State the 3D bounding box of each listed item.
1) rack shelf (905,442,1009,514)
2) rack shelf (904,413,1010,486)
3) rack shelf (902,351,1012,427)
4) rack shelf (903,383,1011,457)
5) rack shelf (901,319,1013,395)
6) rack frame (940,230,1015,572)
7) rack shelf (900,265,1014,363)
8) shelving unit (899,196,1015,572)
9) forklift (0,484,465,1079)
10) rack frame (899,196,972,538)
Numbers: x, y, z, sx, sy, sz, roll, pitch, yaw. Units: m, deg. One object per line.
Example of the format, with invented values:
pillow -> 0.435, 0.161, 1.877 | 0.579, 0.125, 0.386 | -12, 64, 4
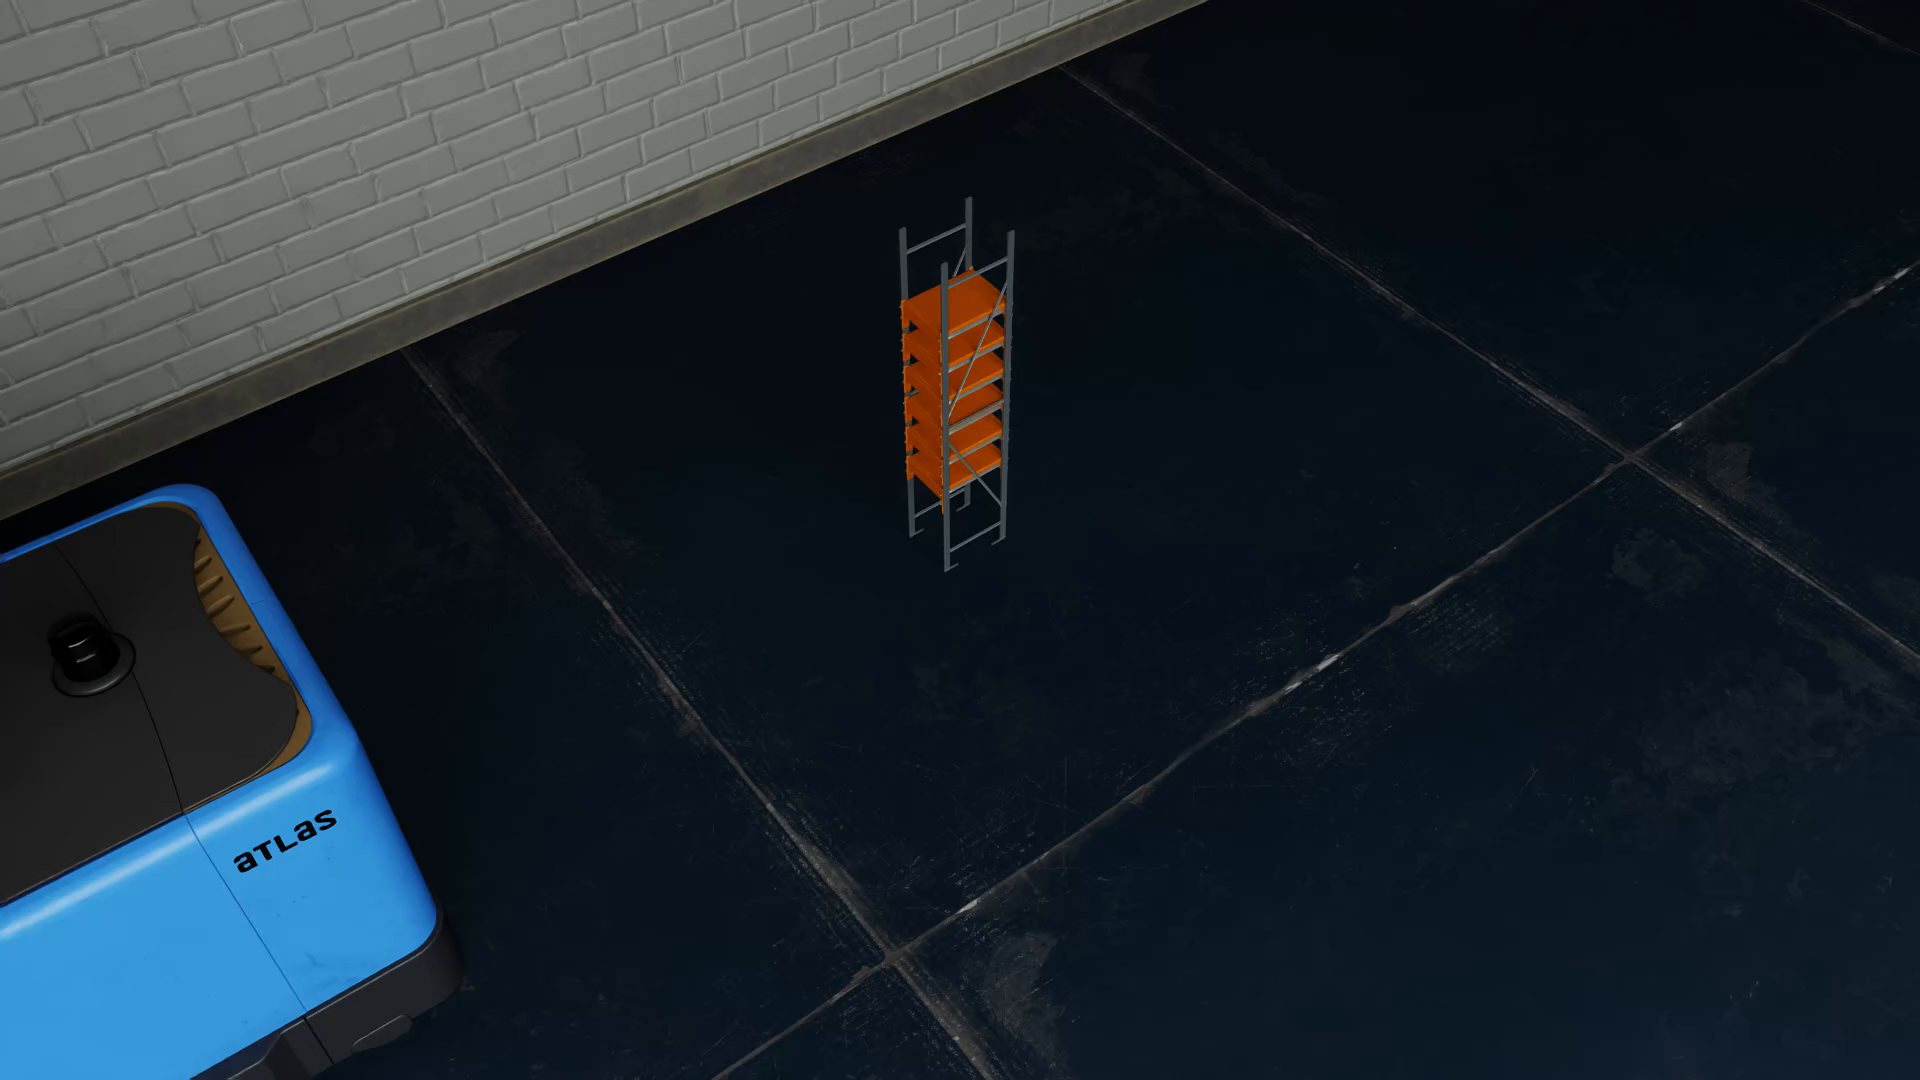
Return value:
rack shelf -> -0.009, -0.220, 5.024 | 0.258, 0.103, 0.180 | -29, 54, -24
rack shelf -> -0.009, -0.301, 4.935 | 0.258, 0.103, 0.180 | -29, 54, -24
rack shelf -> -0.009, -0.462, 4.757 | 0.258, 0.103, 0.180 | -29, 54, -24
rack shelf -> -0.009, -0.382, 4.846 | 0.258, 0.103, 0.180 | -29, 54, -24
rack shelf -> -0.009, -0.543, 4.668 | 0.258, 0.103, 0.180 | -29, 54, -24
rack frame -> 0.047, -0.358, 4.764 | 0.240, 1.200, 0.006 | -29, 54, -24
rack shelf -> -0.009, -0.623, 4.579 | 0.258, 0.103, 0.180 | -29, 54, -24
shelving unit -> -0.009, -0.412, 4.813 | 0.258, 1.200, 0.189 | -29, 54, -24
forklift -> -2.735, 0.509, 2.810 | 3.031, 2.935, 1.130 | -28, 54, -23
rack frame -> -0.064, -0.465, 4.862 | 0.240, 1.200, 0.006 | -29, 54, -24
